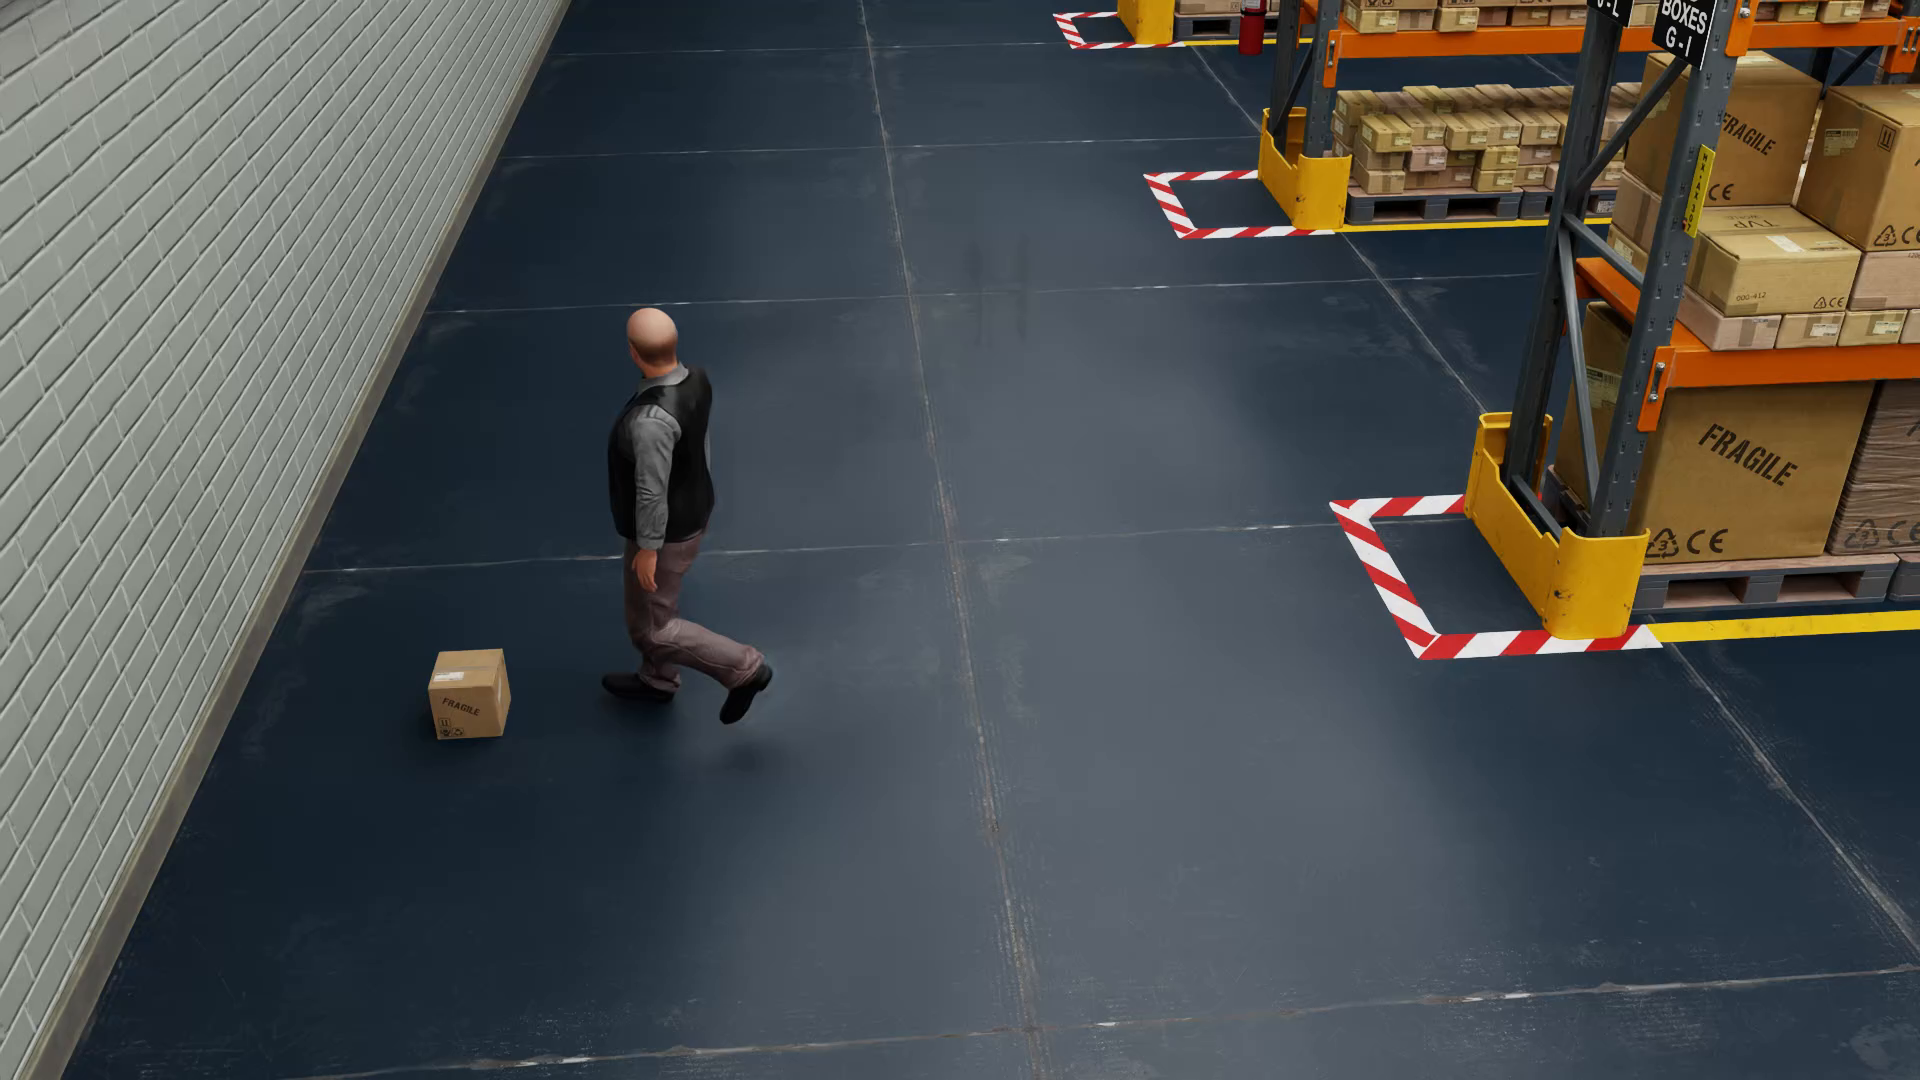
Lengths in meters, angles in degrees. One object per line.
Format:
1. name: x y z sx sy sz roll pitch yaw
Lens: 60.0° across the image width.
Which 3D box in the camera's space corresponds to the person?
1. person: -1.086 -0.054 6.233 0.750 1.713 0.551 3 31 6
